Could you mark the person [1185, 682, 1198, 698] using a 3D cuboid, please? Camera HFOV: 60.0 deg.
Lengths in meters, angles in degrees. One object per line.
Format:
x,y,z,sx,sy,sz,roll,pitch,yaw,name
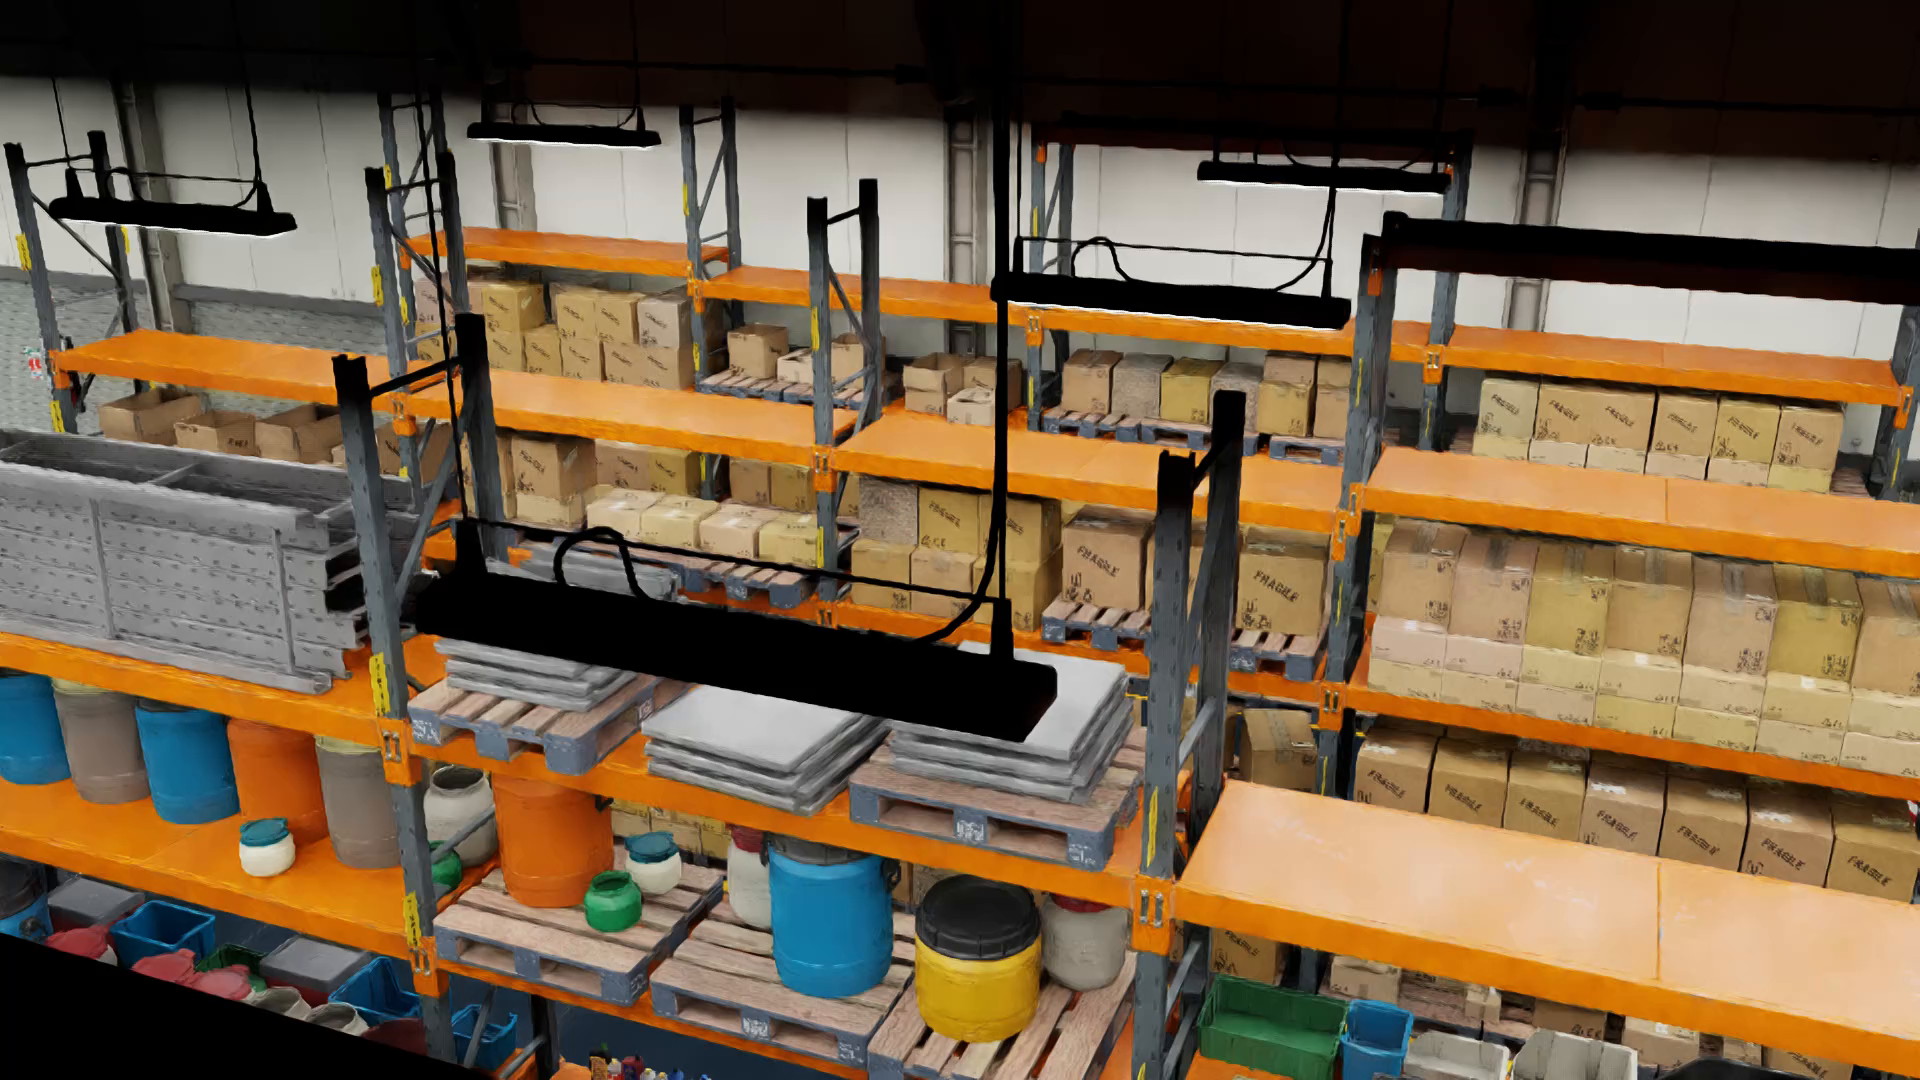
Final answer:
2.251,1.491,16.107,0.782,1.712,0.688,10,23,25,person
